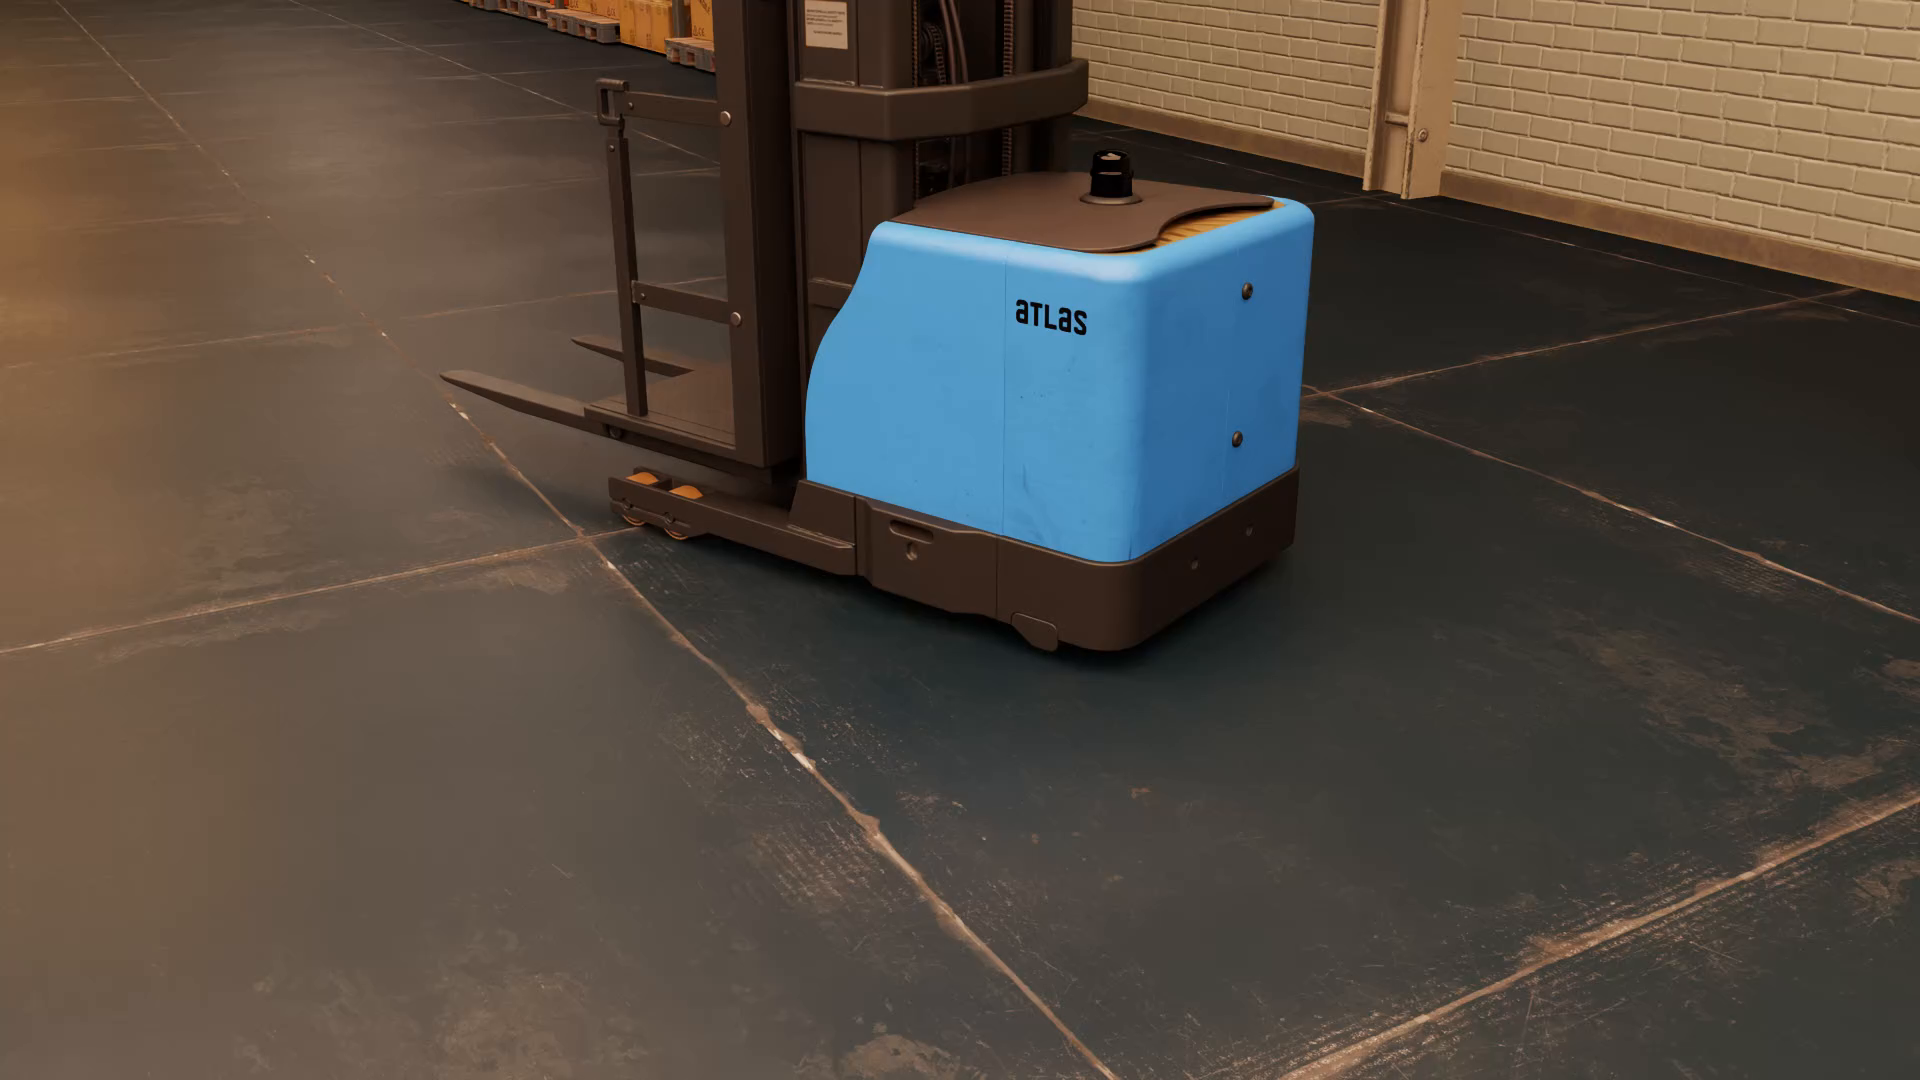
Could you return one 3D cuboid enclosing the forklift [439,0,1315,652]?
[{"bbox_3d":[-0.481,-1.497,4.922,3.031,2.935,1.130,16,27,34],"label":"forklift"}]
